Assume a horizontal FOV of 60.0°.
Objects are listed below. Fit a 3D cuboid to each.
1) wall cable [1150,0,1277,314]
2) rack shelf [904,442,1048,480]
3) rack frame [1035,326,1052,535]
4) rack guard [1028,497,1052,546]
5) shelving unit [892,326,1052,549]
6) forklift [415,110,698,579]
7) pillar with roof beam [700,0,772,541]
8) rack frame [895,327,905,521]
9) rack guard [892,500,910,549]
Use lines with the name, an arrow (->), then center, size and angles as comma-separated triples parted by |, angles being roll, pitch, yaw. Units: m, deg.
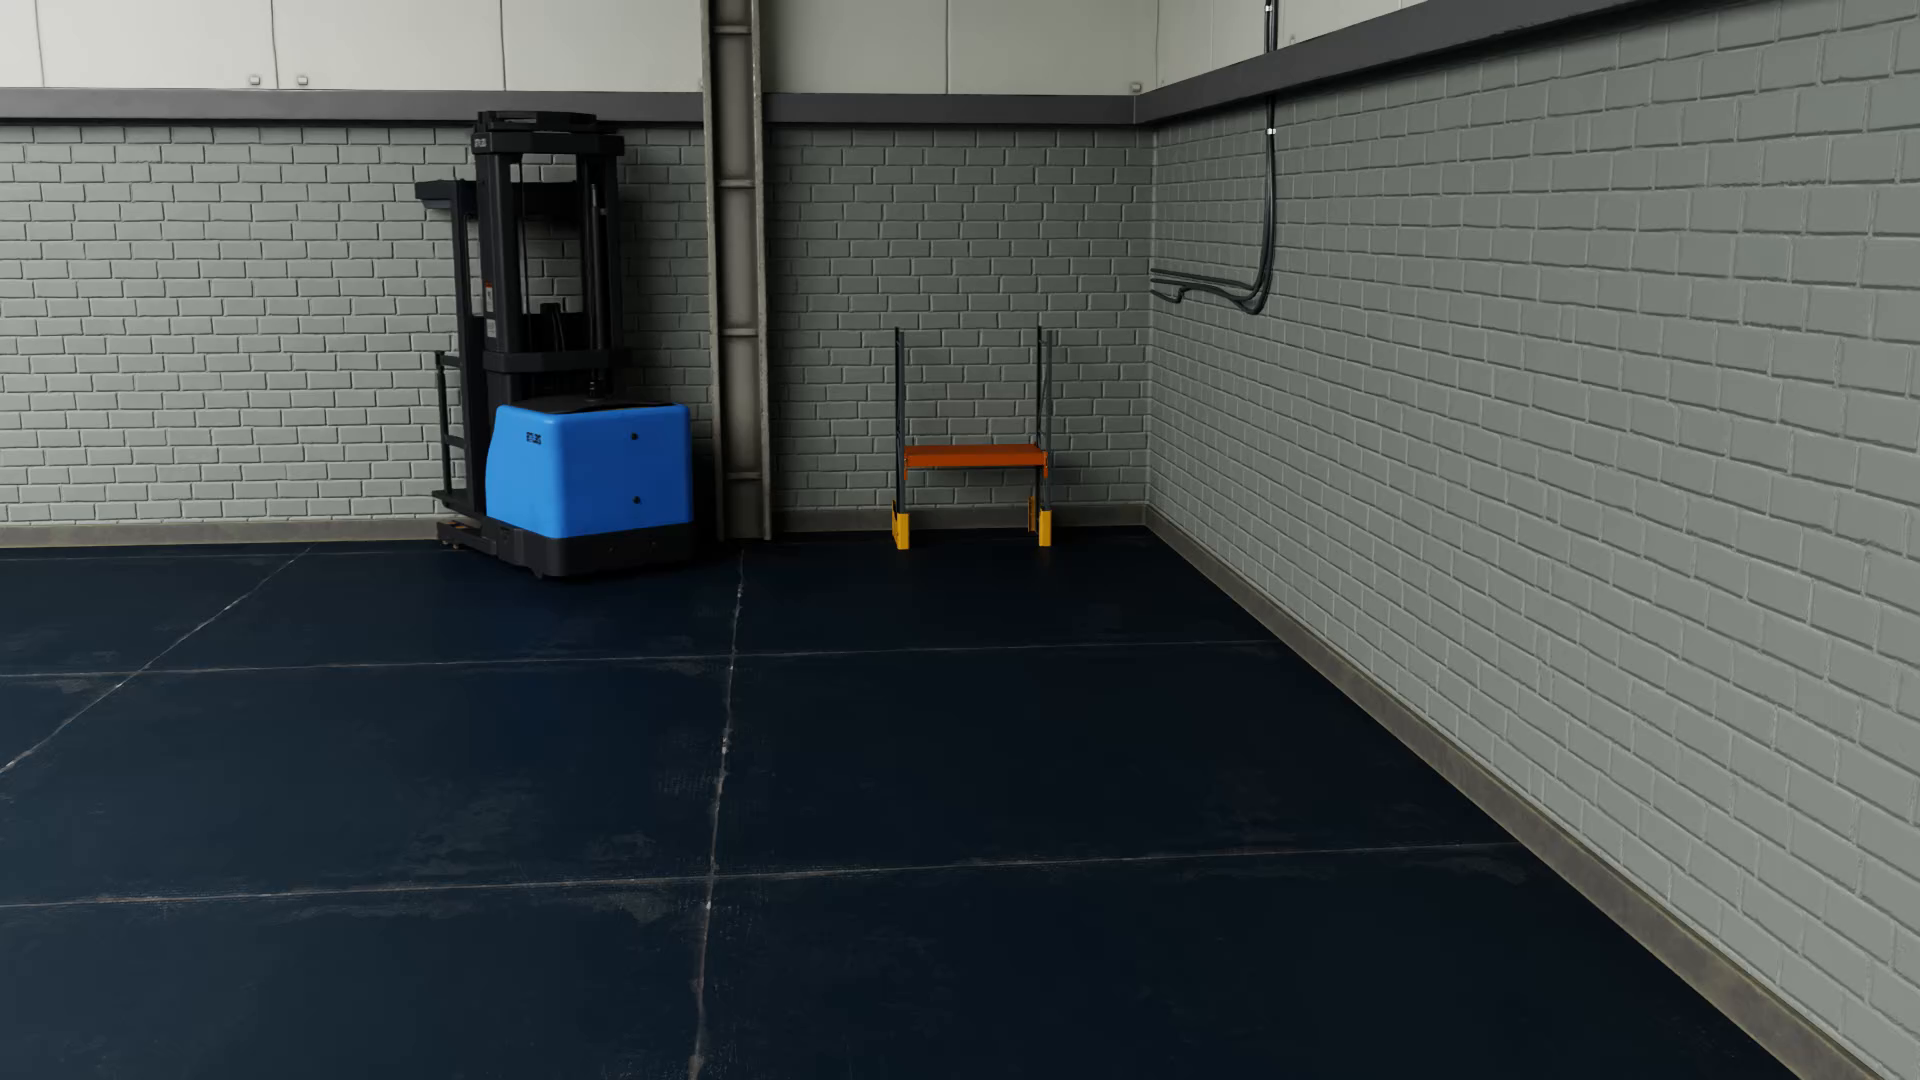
wall cable -> 1.514, -2.727, 10.462 | 0.112, 2.526, 3.097 | -1, 11, -6
rack shelf -> 0.085, -0.561, 11.767 | 1.000, 0.185, 0.538 | -1, 11, -6
rack frame -> 0.590, -0.748, 11.786 | 0.032, 1.500, 0.500 | -1, 11, -6
rack guard -> 0.571, -0.135, 11.905 | 0.087, 0.250, 0.587 | -1, 11, -6
shelving unit -> 0.076, -0.738, 11.731 | 1.083, 1.500, 0.587 | -1, 11, -6
forklift -> -3.027, -1.424, 11.516 | 1.130, 2.935, 3.031 | -9, 14, -37
pillar with roof beam -> -1.093, -3.617, 6.941 | 0.400, 9.000, 9.100 | -1, 11, -6
rack frame -> -0.421, -0.727, 11.678 | 0.032, 1.500, 0.500 | -1, 11, -6
rack guard -> -0.419, -0.114, 11.799 | 0.087, 0.250, 0.587 | -1, 11, -6
